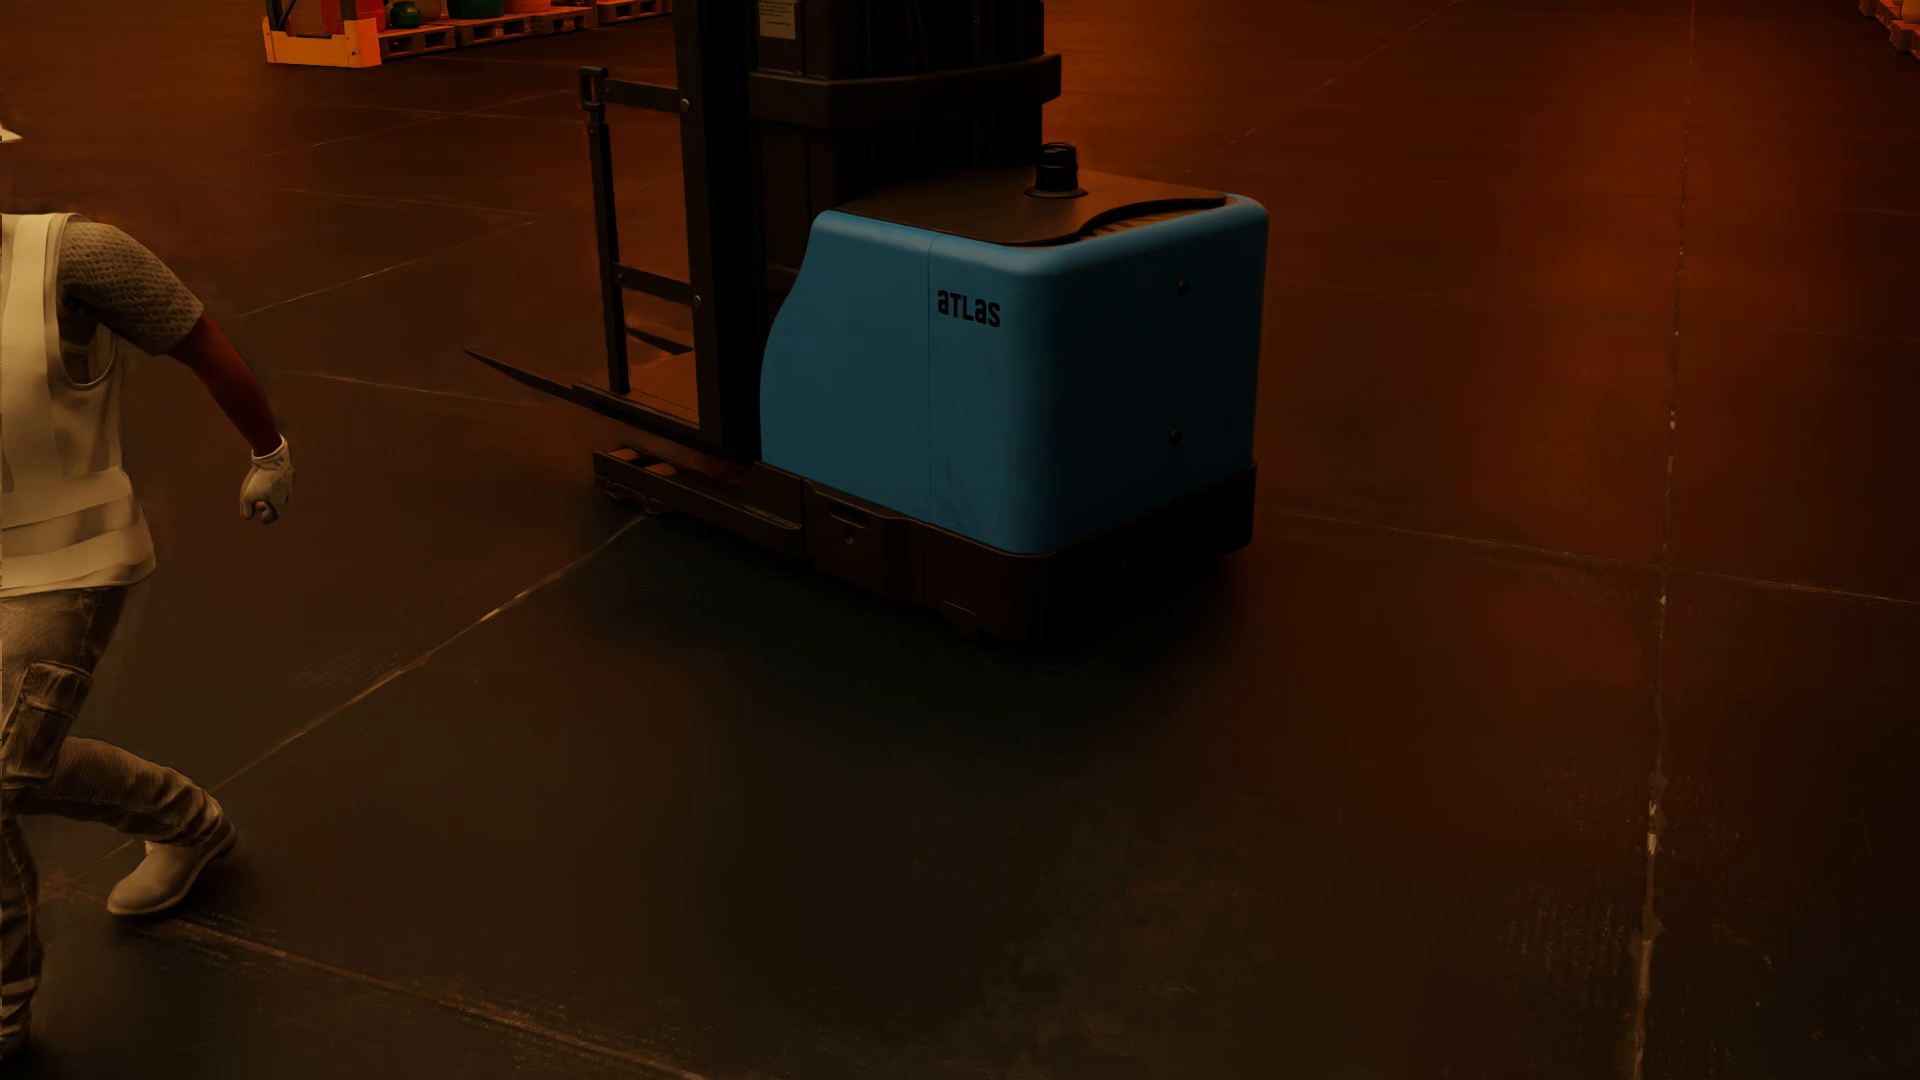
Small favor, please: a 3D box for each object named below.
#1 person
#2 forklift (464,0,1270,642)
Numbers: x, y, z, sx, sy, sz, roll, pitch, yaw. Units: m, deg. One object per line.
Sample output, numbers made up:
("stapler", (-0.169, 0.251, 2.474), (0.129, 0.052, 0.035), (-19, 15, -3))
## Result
("person", (-1.622, 0.045, 2.832), (0.572, 1.706, 0.975), (6, 23, 14))
("forklift", (-0.545, -1.557, 5.016), (3.031, 2.935, 1.130), (20, 30, 40))
